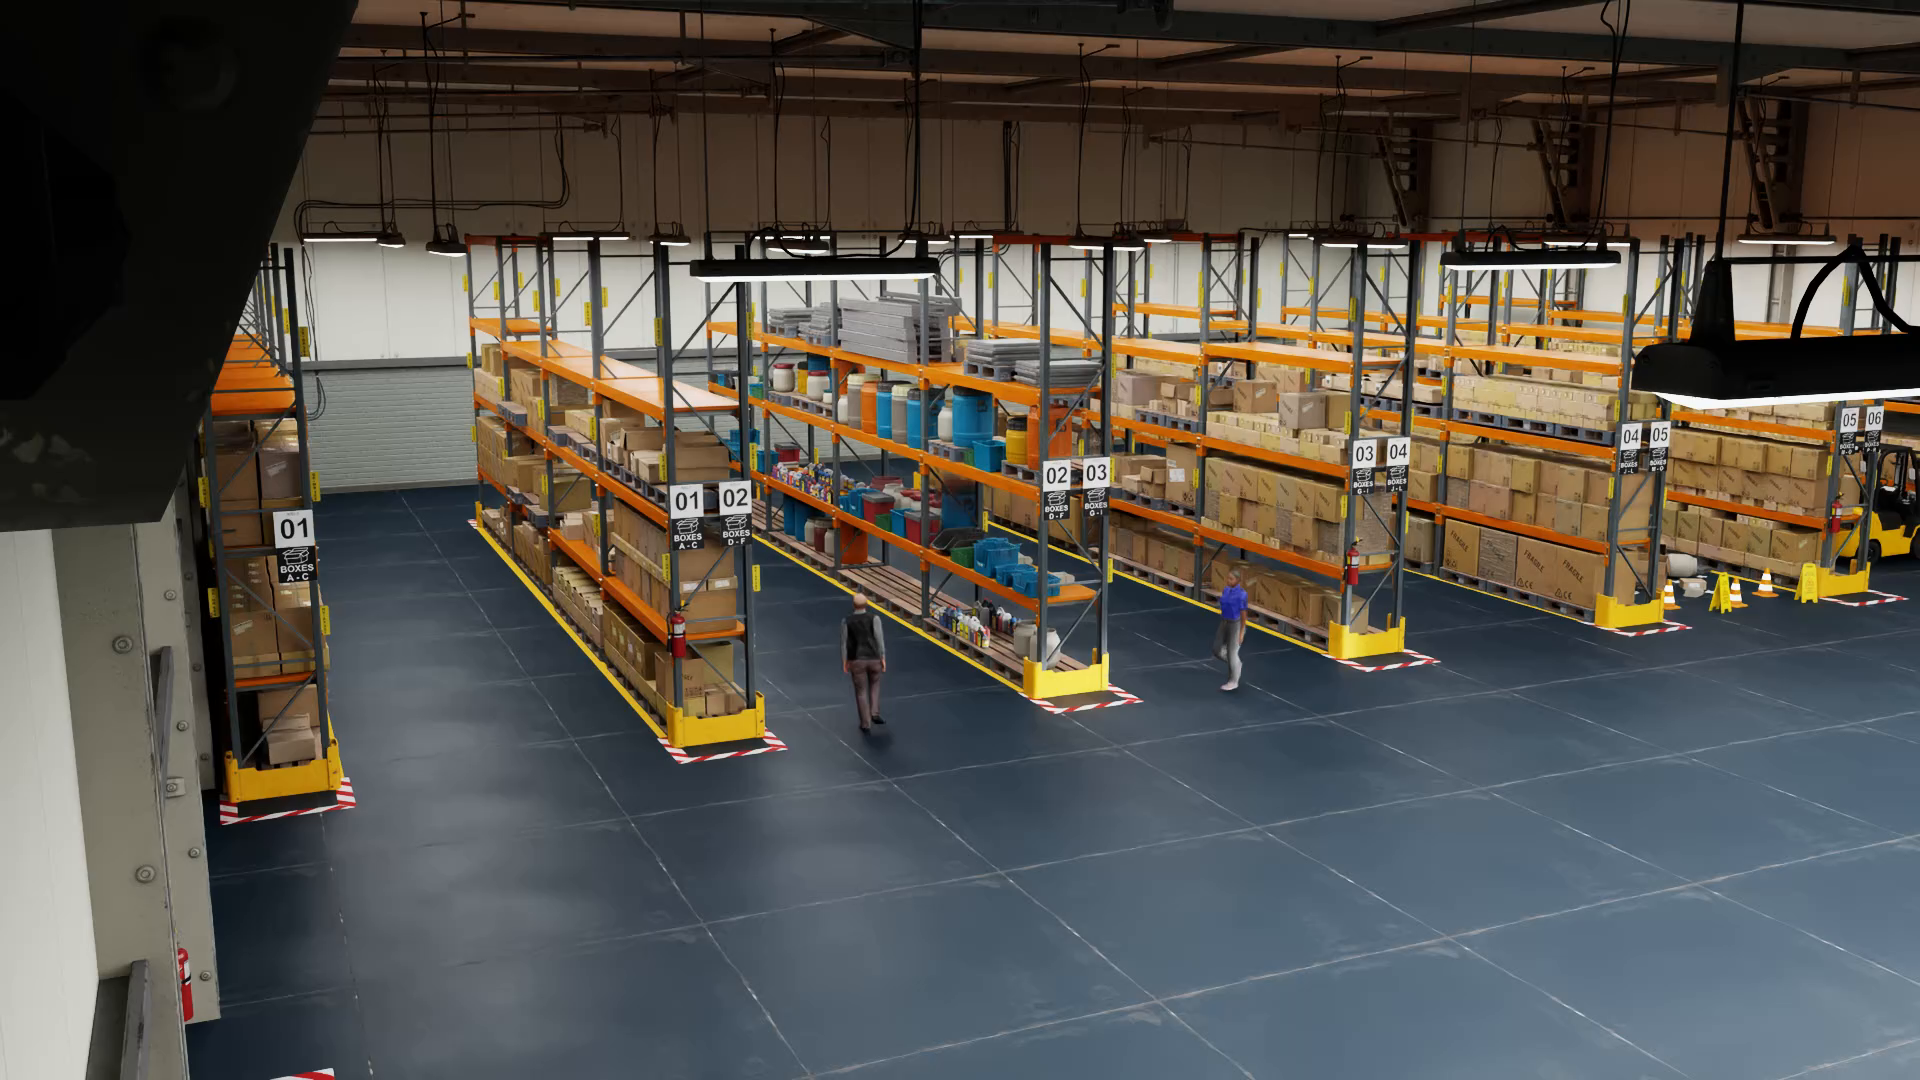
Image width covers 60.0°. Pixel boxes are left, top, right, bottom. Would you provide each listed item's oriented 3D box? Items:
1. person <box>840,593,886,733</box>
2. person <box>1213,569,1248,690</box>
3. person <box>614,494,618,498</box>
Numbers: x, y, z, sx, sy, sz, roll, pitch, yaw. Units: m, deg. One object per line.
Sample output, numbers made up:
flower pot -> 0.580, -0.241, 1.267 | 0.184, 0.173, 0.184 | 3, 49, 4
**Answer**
person -> -1.216, 1.523, 20.731 | 0.549, 1.710, 0.539 | -2, 11, -12
person -> 3.725, 1.197, 22.574 | 0.544, 1.631, 0.473 | -8, 14, -37
person -> -6.557, -0.825, 32.811 | 0.547, 1.732, 0.948 | -6, 12, -27
